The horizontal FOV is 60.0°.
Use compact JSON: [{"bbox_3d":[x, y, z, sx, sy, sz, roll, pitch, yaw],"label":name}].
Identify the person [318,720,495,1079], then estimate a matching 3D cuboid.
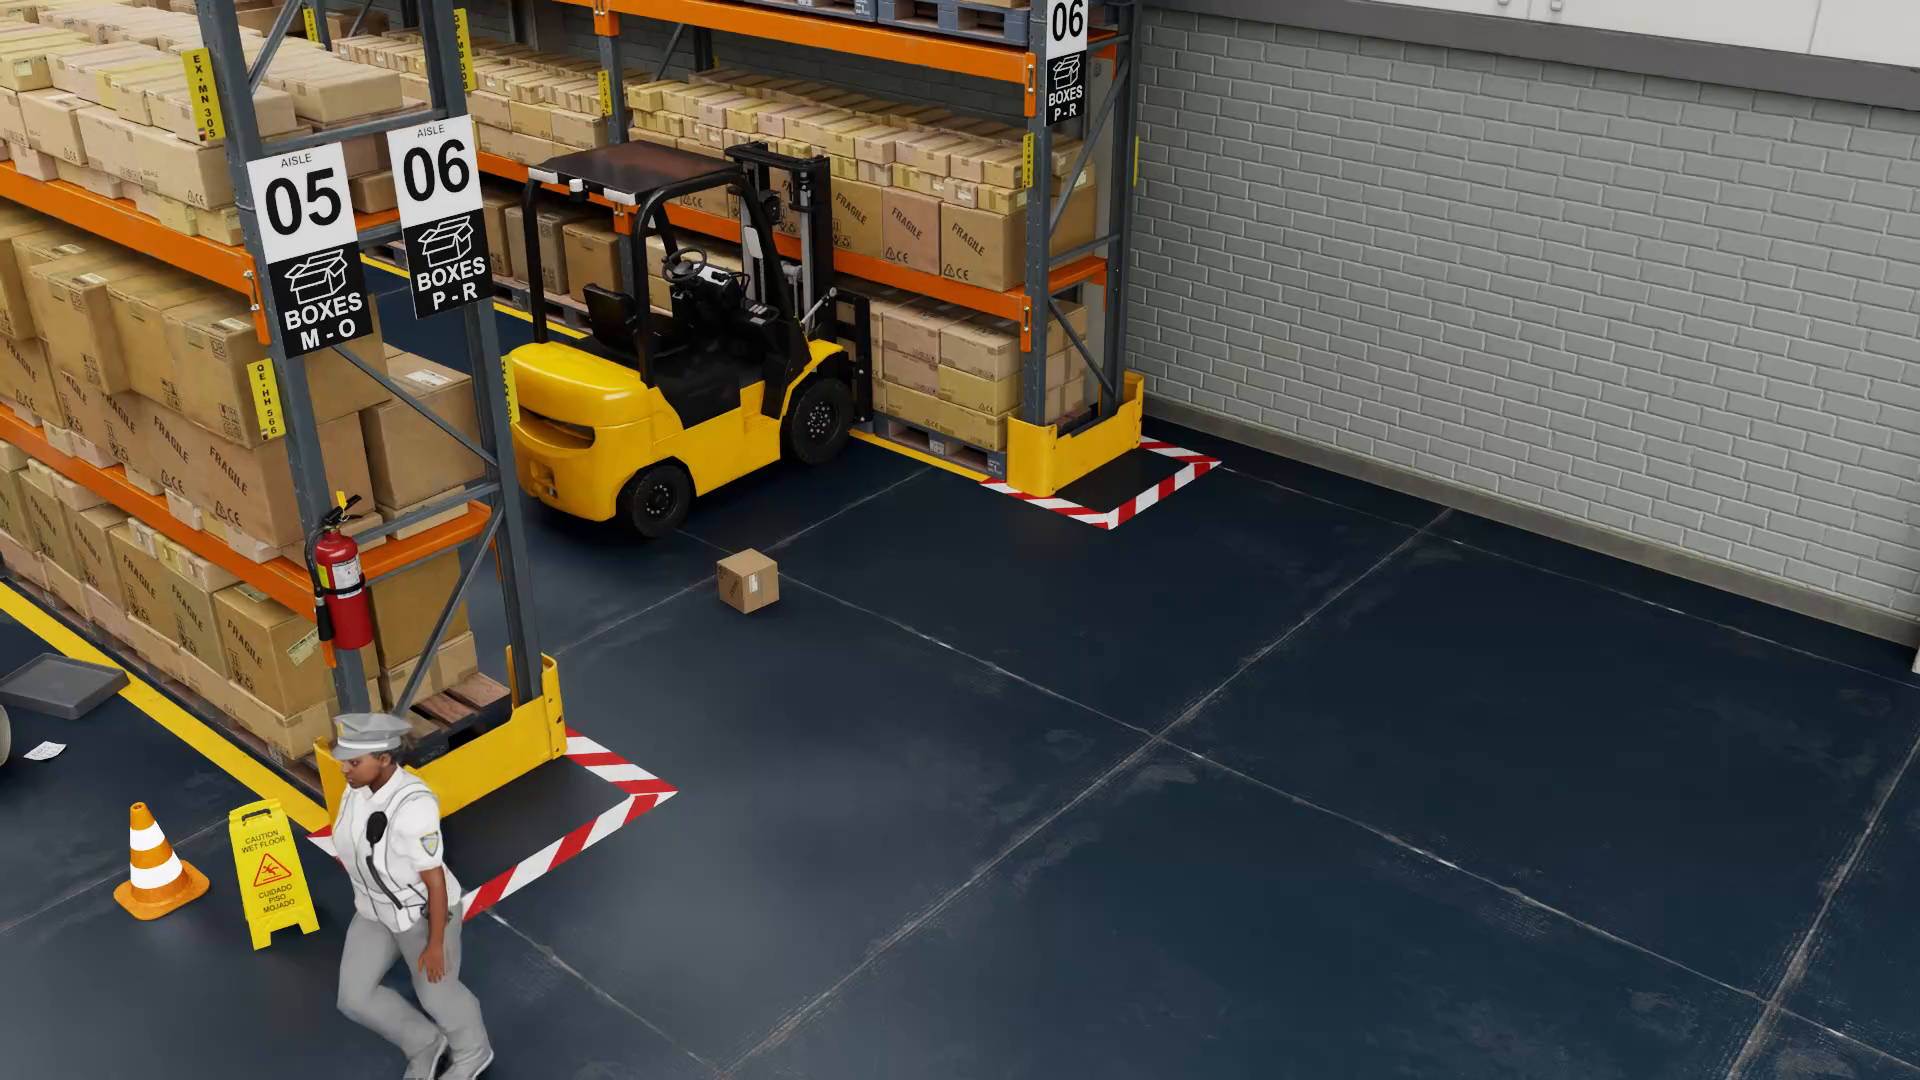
[{"bbox_3d":[-2.014,1.395,5.966,0.506,1.756,0.512,18,32,30],"label":"person"}]
